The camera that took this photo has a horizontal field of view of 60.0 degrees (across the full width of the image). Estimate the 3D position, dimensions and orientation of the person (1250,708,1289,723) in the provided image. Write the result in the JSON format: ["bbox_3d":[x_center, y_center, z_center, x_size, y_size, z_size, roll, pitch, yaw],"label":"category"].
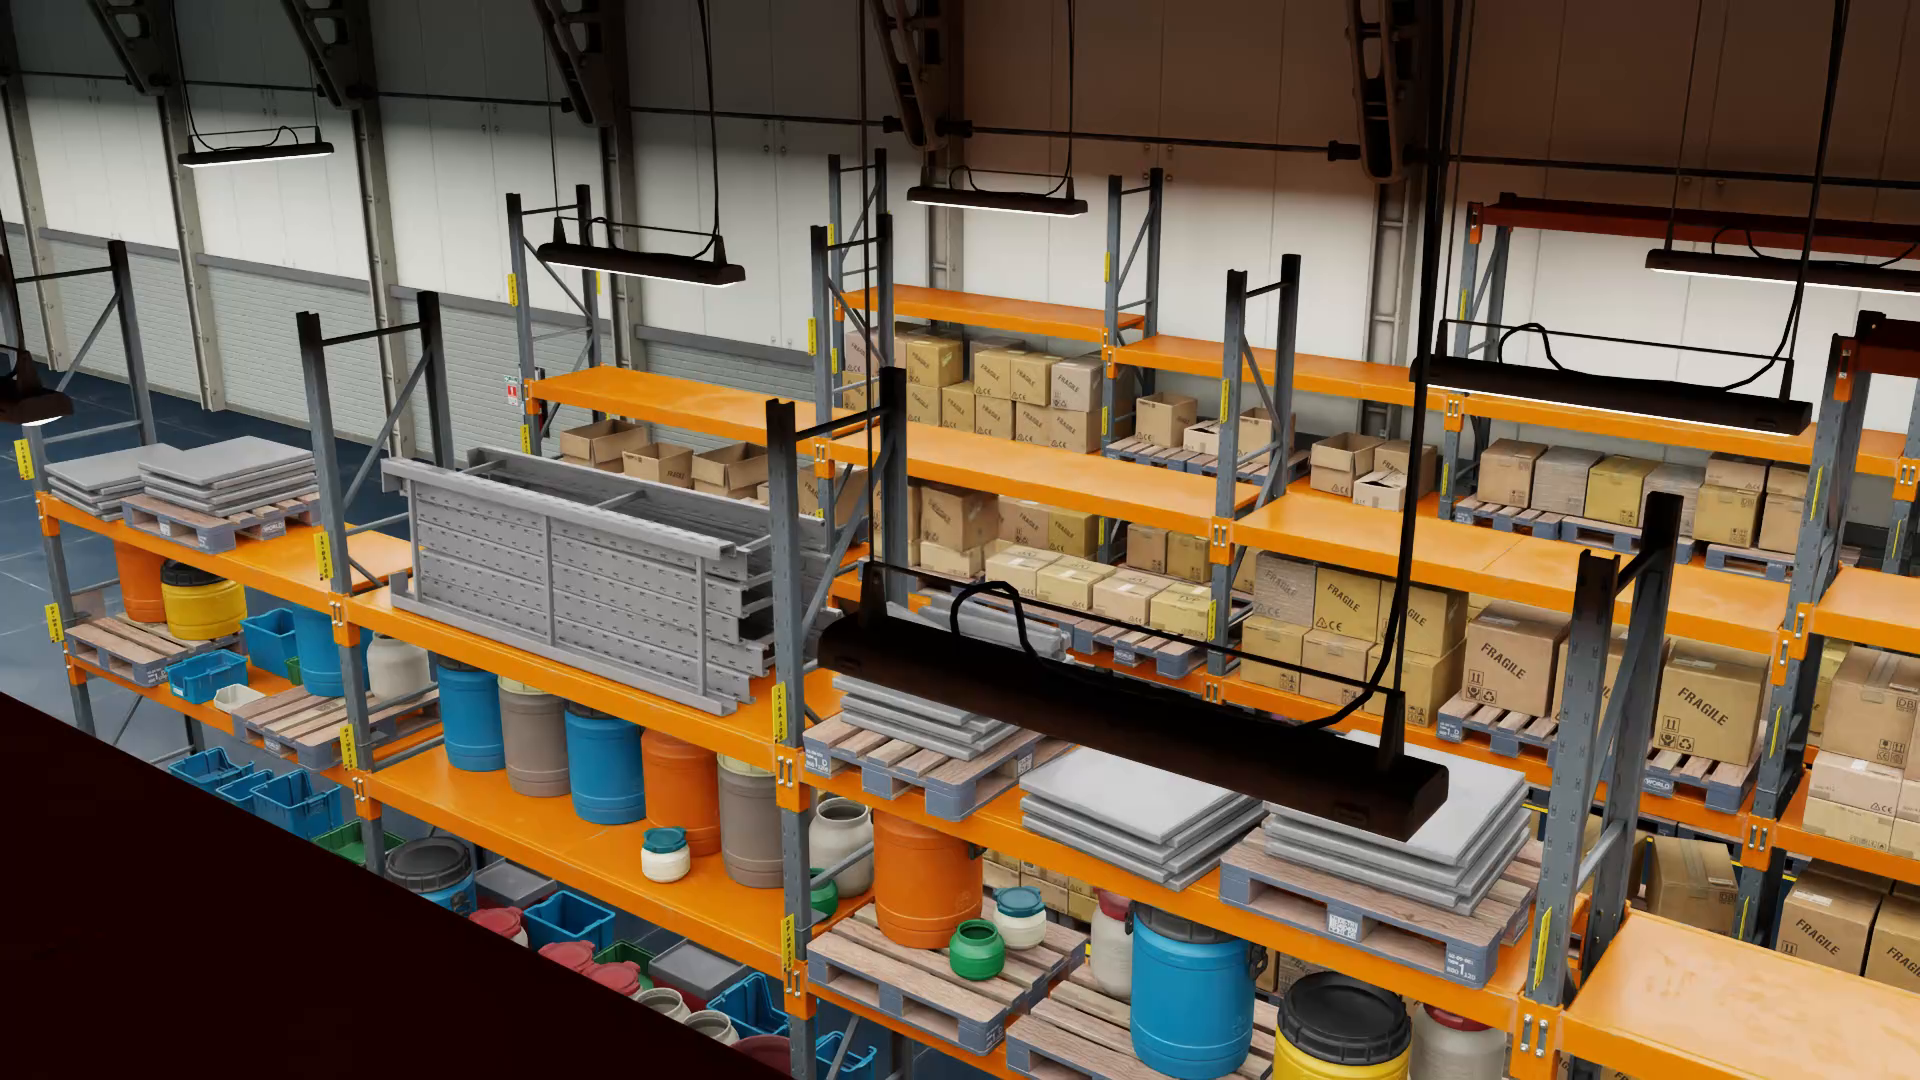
[{"bbox_3d":[3.182,1.830,17.176,1.009,1.532,0.480,9,21,26],"label":"person"}]
